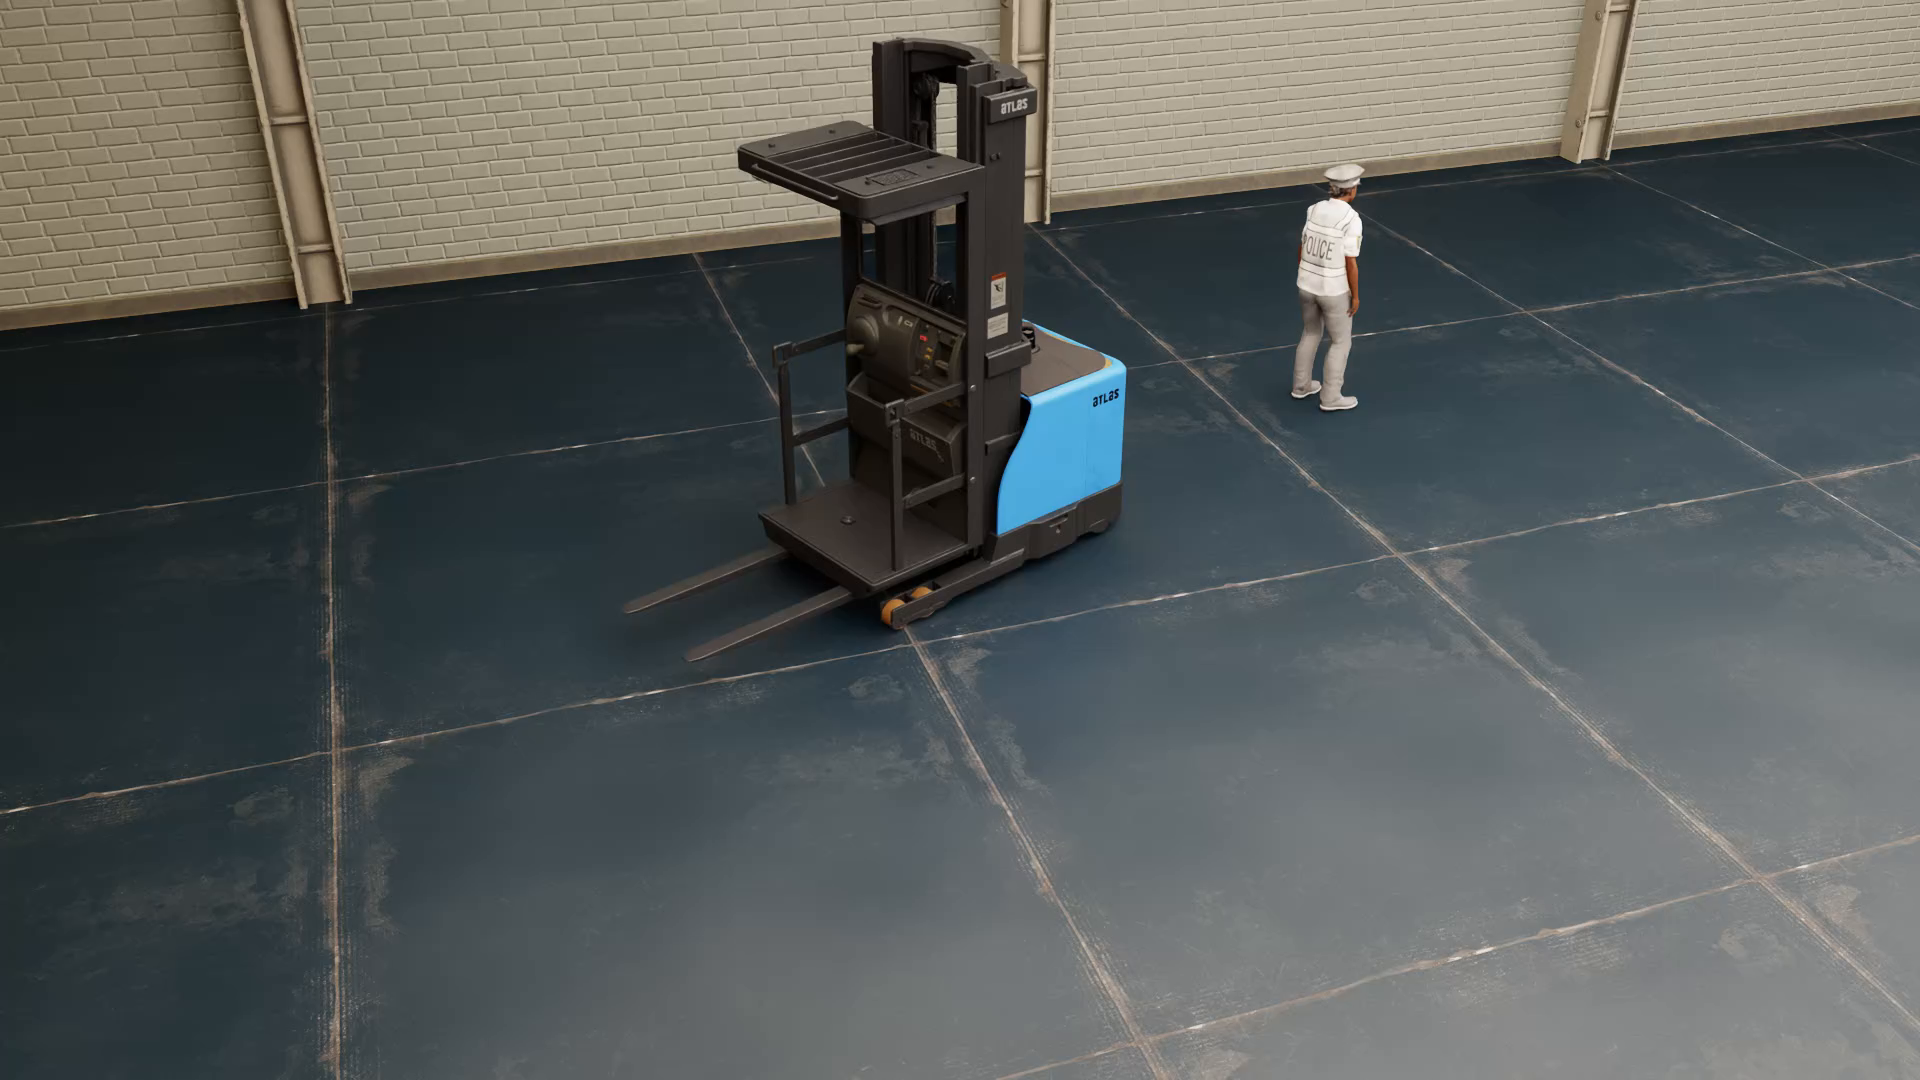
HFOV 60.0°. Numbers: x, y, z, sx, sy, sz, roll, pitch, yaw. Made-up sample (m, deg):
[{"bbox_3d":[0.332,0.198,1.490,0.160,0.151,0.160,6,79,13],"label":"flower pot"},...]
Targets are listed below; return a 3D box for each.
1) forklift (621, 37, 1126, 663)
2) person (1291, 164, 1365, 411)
[{"bbox_3d":[-0.461,-1.072,8.951,3.031,2.935,1.130,-23,37,-34],"label":"forklift"},{"bbox_3d":[2.519,-1.707,11.334,0.397,1.656,0.518,-22,37,-33],"label":"person"}]
